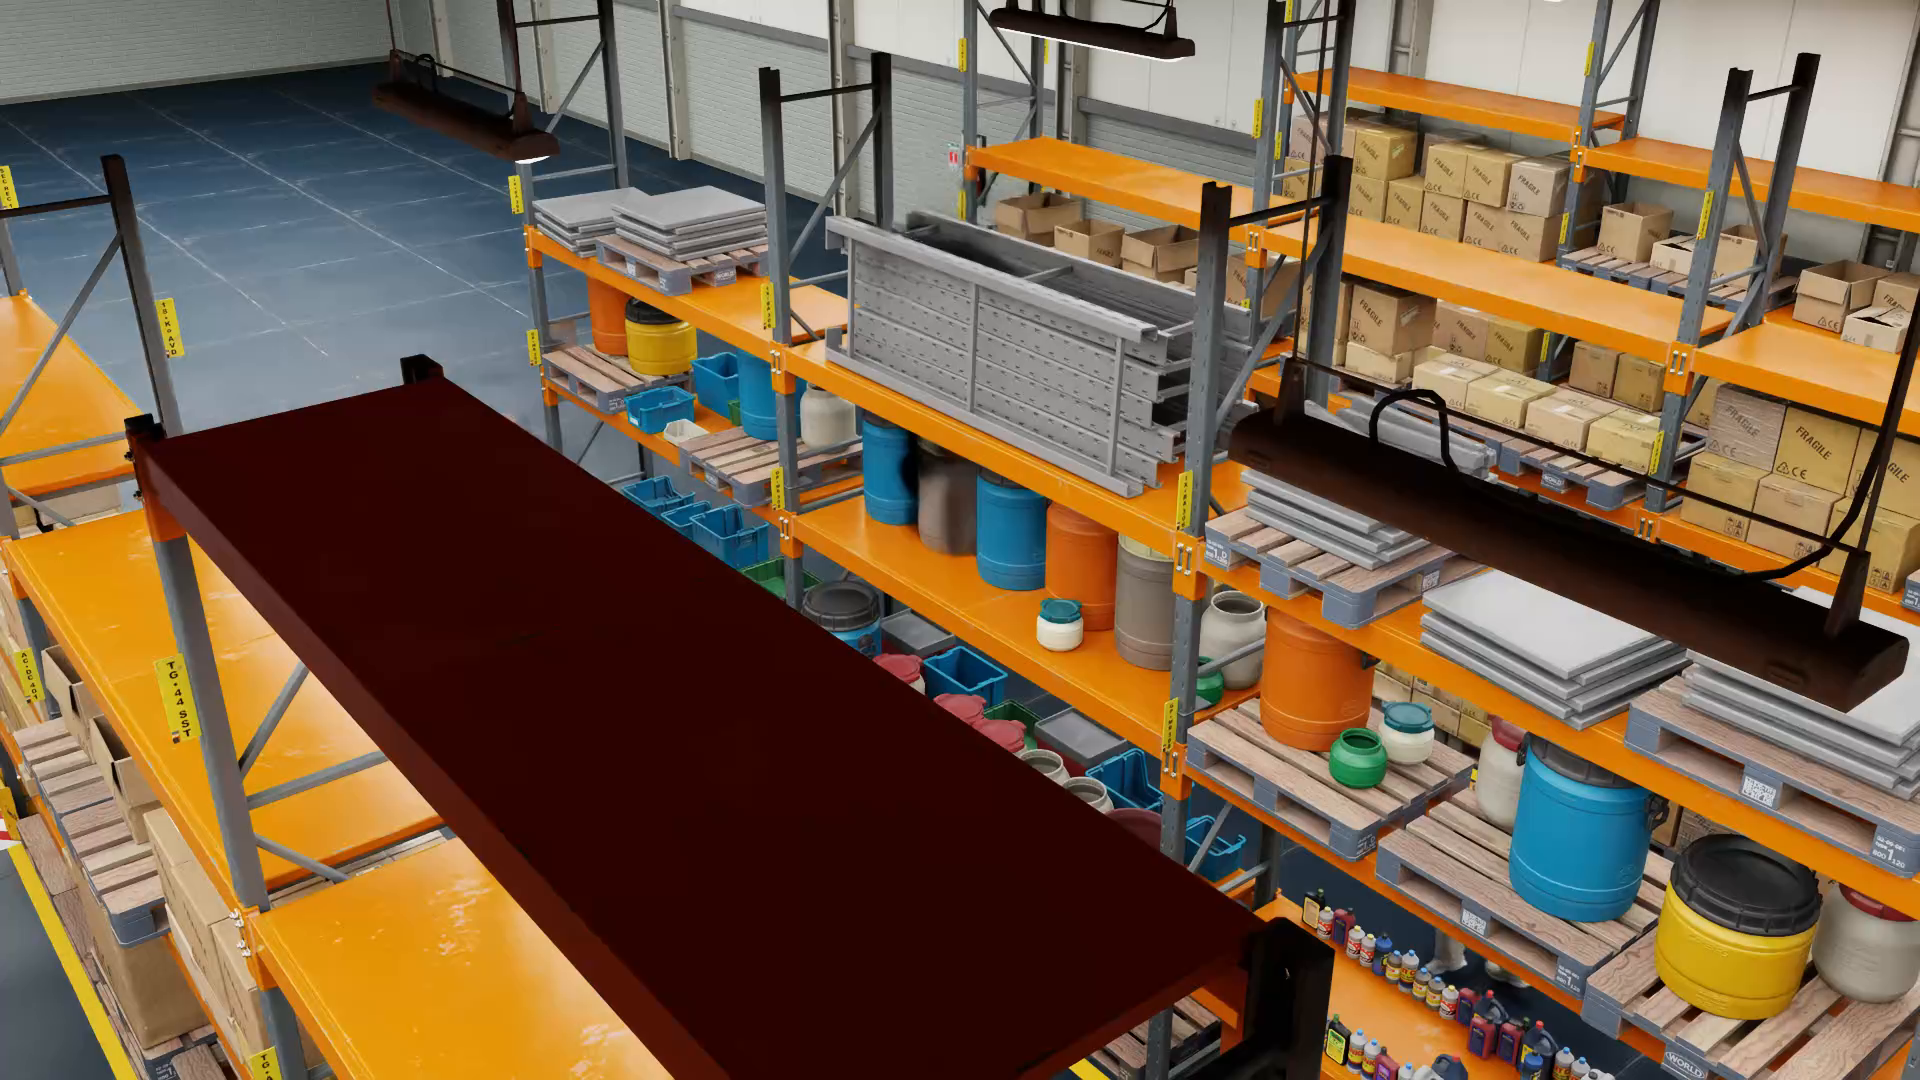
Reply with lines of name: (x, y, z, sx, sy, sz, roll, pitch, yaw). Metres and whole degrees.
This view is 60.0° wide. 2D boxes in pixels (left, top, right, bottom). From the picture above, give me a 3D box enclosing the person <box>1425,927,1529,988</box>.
person: (3.616, 2.332, 11.463, 0.735, 1.869, 0.836, -22, 33, -38)
